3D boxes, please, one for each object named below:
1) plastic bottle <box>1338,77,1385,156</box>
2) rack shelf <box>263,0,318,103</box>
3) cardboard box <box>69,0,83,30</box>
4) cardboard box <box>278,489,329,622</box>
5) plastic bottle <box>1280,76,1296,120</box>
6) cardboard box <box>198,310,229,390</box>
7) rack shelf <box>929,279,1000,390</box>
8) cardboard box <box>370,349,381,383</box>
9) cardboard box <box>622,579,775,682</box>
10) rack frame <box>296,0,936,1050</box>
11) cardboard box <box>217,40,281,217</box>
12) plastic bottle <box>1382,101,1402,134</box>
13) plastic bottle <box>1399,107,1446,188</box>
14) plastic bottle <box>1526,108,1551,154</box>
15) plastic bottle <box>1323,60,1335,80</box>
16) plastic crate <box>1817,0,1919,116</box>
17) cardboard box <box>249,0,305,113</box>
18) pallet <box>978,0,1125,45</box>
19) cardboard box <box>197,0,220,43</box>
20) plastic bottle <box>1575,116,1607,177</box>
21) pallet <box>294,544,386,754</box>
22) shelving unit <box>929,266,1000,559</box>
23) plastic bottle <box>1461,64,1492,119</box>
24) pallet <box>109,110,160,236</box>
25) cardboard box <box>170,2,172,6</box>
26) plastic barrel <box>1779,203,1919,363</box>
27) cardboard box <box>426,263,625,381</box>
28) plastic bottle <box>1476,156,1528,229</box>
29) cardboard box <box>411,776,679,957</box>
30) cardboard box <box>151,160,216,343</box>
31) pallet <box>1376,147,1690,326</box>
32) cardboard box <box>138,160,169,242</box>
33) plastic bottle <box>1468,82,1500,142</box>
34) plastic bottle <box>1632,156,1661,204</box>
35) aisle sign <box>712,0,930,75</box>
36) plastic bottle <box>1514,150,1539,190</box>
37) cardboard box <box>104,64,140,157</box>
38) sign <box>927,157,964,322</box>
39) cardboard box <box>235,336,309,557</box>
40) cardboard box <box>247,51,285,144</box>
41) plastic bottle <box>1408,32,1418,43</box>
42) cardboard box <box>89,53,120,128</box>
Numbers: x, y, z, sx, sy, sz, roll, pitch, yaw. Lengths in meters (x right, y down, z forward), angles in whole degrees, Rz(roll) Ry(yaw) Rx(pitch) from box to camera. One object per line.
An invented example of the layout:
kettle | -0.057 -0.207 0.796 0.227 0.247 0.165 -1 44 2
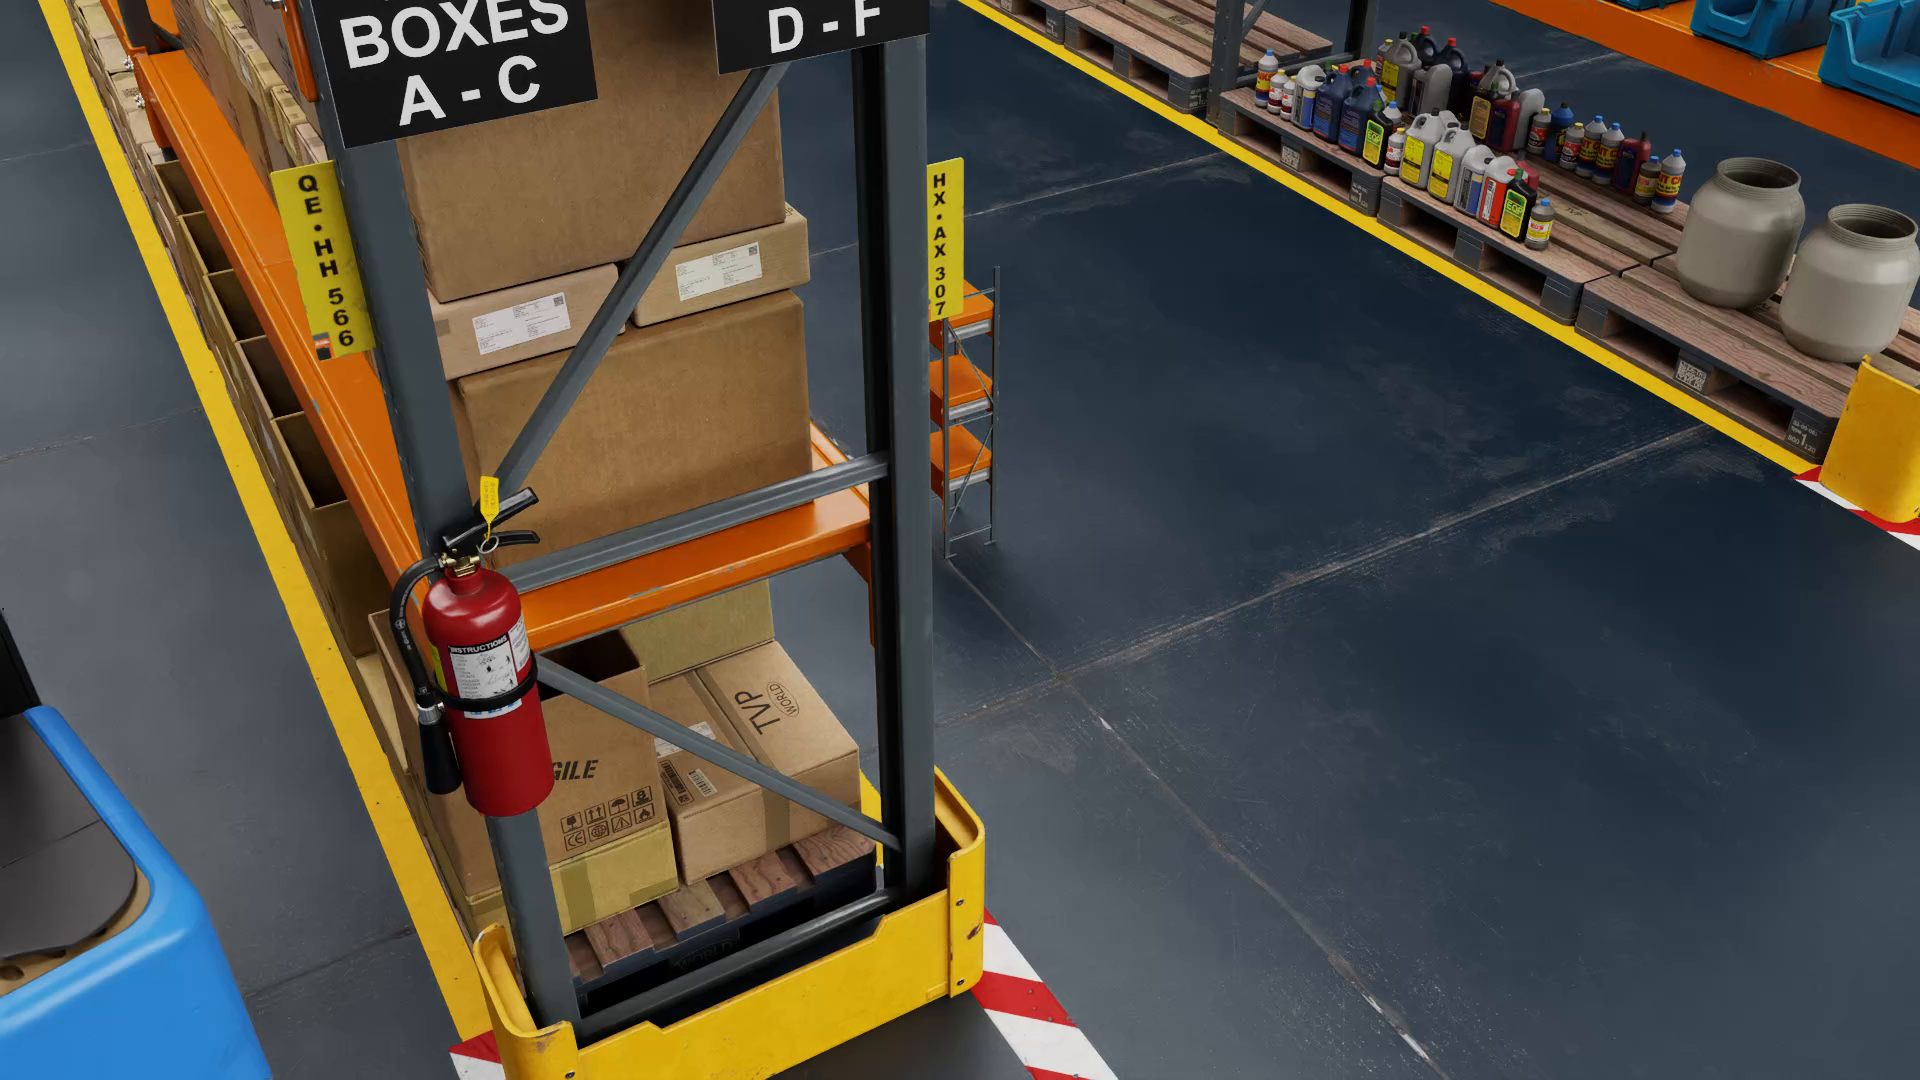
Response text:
plastic bottle | 1.896 -2.009 7.831 0.144 0.351 0.185 -21 41 -26
rack shelf | -1.525 -1.967 3.967 1.077 0.370 4.000 -19 40 -24
cardboard box | -4.259 -2.772 8.502 0.500 0.311 0.500 -20 41 -25
cardboard box | -1.810 -0.033 5.227 0.500 0.250 0.500 -19 40 -24
plastic bottle | 1.638 -2.184 8.196 0.097 0.201 0.097 0 36 0
cardboard box | -2.559 -0.799 6.276 0.500 0.250 0.500 -19 40 -24
rack shelf | -0.027 -0.672 5.317 0.215 0.259 0.240 -19 40 -24
cardboard box | -1.012 -0.575 3.909 0.700 0.500 0.500 -18 40 -23
cardboard box | -0.851 0.018 4.522 0.500 0.500 0.500 -19 40 -24
rack frame | -0.521 -0.026 3.243 1.000 3.000 0.127 -19 40 -24
cardboard box | -1.783 -1.358 4.981 0.700 0.500 0.500 -18 40 -23
plastic bottle | 2.002 -1.913 7.766 0.097 0.271 0.097 0 36 0
plastic bottle | 2.110 -1.792 7.534 0.144 0.351 0.185 -19 40 -24
plastic bottle | 2.747 -1.938 7.860 0.097 0.201 0.097 0 36 0
plastic bottle | 1.813 -2.195 8.143 0.061 0.283 0.133 -19 40 -24
plastic crate | 3.254 -1.599 5.522 0.499 0.251 0.616 -19 40 -24
cardboard box | -1.294 -1.383 3.915 0.700 0.500 0.500 -19 40 -24
pallet | 0.709 -3.418 10.251 1.003 0.211 1.213 -19 40 -24
cardboard box | -1.912 -1.518 4.651 0.380 0.149 0.250 -20 41 -25
plastic bottle | 2.900 -1.811 7.626 0.097 0.271 0.097 0 36 0
pallet | -1.550 0.101 5.433 1.003 0.211 1.213 -19 40 -24
shelving unit | -0.027 -0.451 5.478 0.215 1.050 0.252 -19 40 -24
plastic bottle | 2.542 -2.201 8.151 0.061 0.283 0.133 -16 39 -21
pallet | -3.551 -1.927 8.210 1.003 0.211 1.213 -19 40 -24
cardboard box | -2.815 -2.244 6.406 0.500 0.250 0.500 -16 39 -21
plastic barrel | 3.367 -0.970 6.288 0.421 0.512 0.421 0 36 0
cardboard box | -0.877 -0.467 3.211 0.380 0.149 0.250 -20 40 -25
plastic bottle | 2.359 -1.513 7.215 0.152 0.276 0.135 -19 40 -24
cardboard box | -1.046 0.729 4.184 0.500 0.250 0.500 -19 40 -24
cardboard box | -2.568 -1.099 6.051 0.500 0.500 0.500 -19 40 -24
pallet | 2.673 -1.428 7.527 1.003 0.211 1.213 -19 40 -24
cardboard box | -3.242 -1.509 7.249 0.500 0.250 0.500 -20 40 -25
plastic bottle | 2.510 -2.064 7.962 0.061 0.283 0.133 -19 40 -24
plastic bottle | 3.071 -1.610 7.410 0.097 0.201 0.097 0 36 0
aisle sign | -0.223 -1.133 2.554 0.394 0.787 0.004 -19 40 -24
plastic bottle | 2.451 -1.548 7.256 0.061 0.283 0.133 -19 40 -24
cardboard box | -3.497 -1.992 7.434 0.500 0.311 0.500 -19 40 -24
sign | -0.038 -0.569 3.185 0.100 0.325 0.005 -19 40 -24
cardboard box | -1.813 -0.335 5.004 0.500 0.500 0.500 -19 40 -24
cardboard box | -1.529 -1.127 4.115 0.380 0.149 0.250 -18 40 -23
plastic bottle | 2.281 -2.465 8.512 0.061 0.283 0.133 -17 39 -22
cardboard box | -4.011 -2.292 8.320 0.500 0.250 0.500 -20 41 -25
